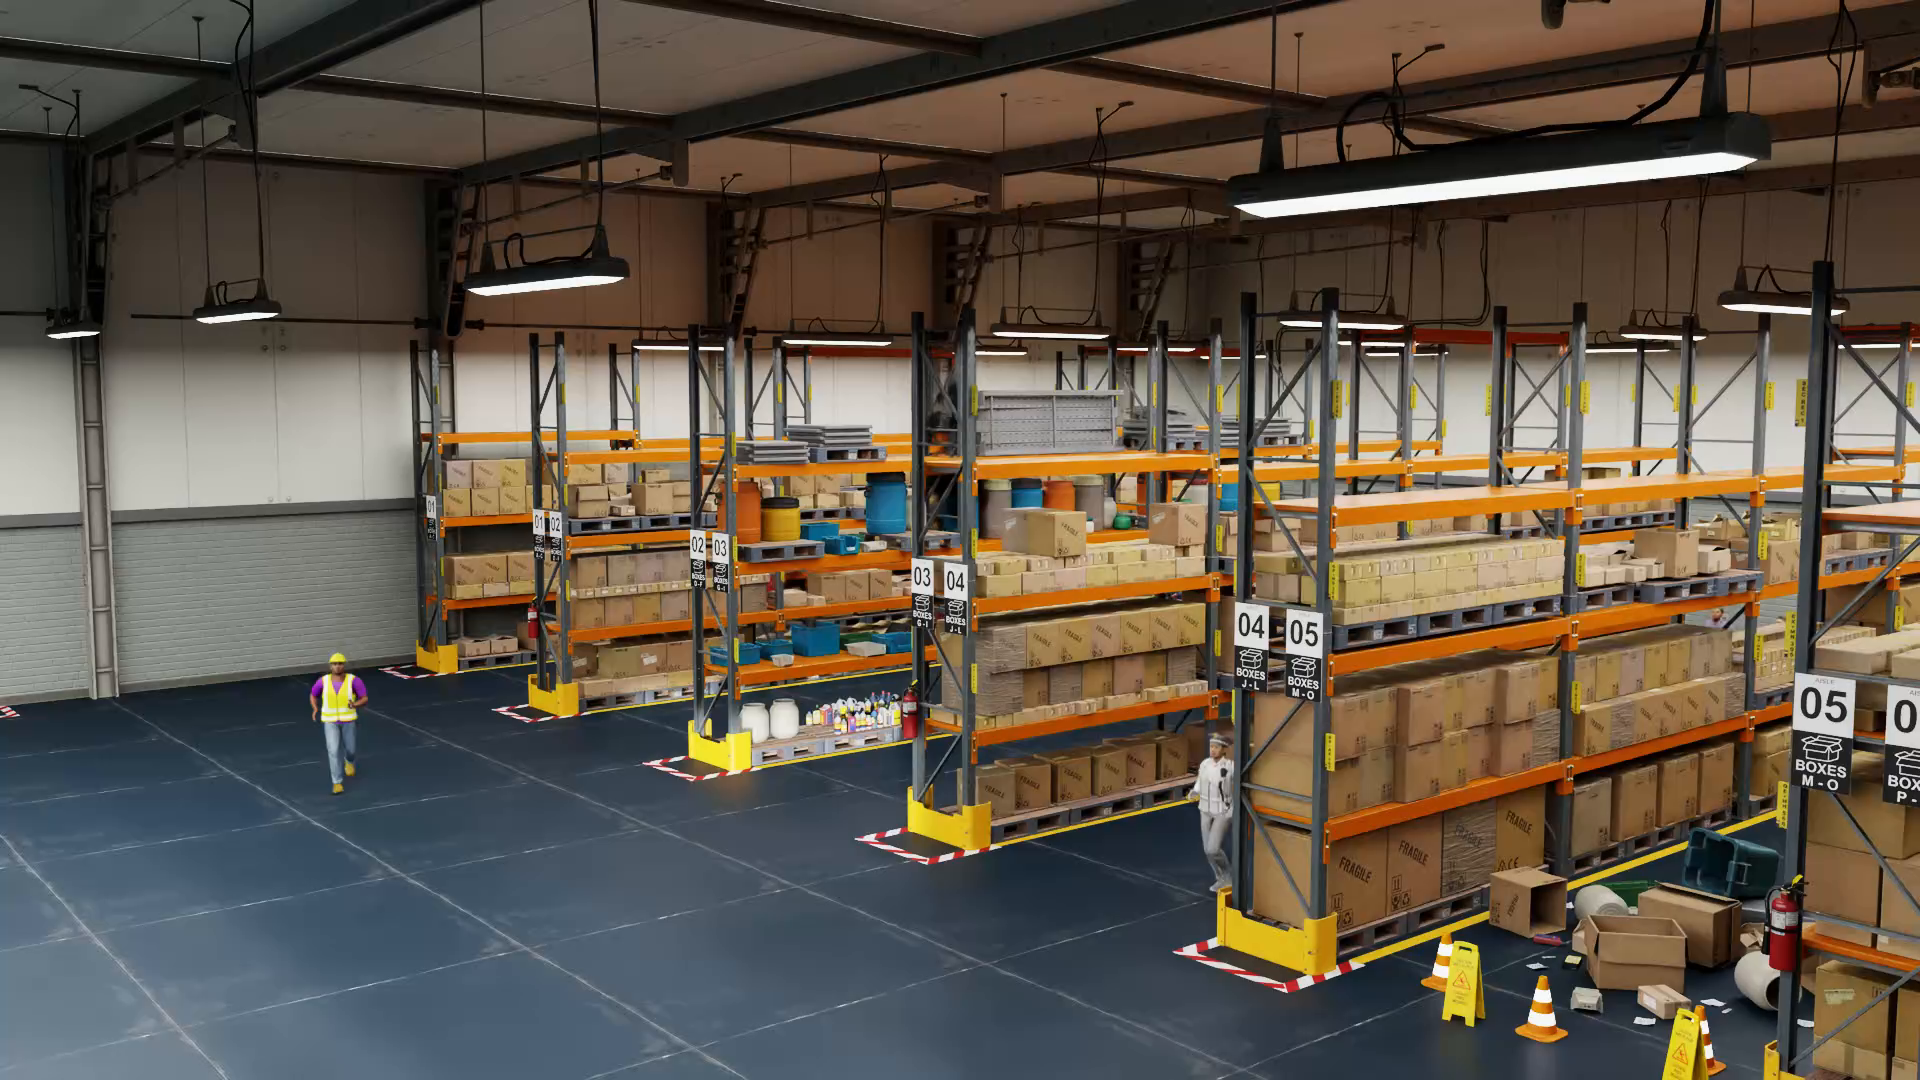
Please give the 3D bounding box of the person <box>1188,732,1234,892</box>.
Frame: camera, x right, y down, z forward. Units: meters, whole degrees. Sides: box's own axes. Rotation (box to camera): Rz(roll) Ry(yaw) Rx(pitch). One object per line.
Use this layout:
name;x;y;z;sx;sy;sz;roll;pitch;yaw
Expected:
person;2.573;2.775;16.814;0.599;1.661;0.576;5;7;44

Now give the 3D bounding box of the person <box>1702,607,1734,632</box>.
person;12.123;1.886;26.735;0.581;1.683;0.697;4;7;40

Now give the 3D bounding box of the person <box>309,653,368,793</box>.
person;-7.965;2.320;21.343;0.714;1.744;0.901;-2;6;-18

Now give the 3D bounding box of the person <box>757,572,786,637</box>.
person;-3.595;1.366;31.964;0.615;1.803;0.811;5;7;45

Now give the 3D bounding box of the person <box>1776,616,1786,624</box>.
person;12.550;1.998;25.287;0.877;1.699;0.571;-3;6;-31
